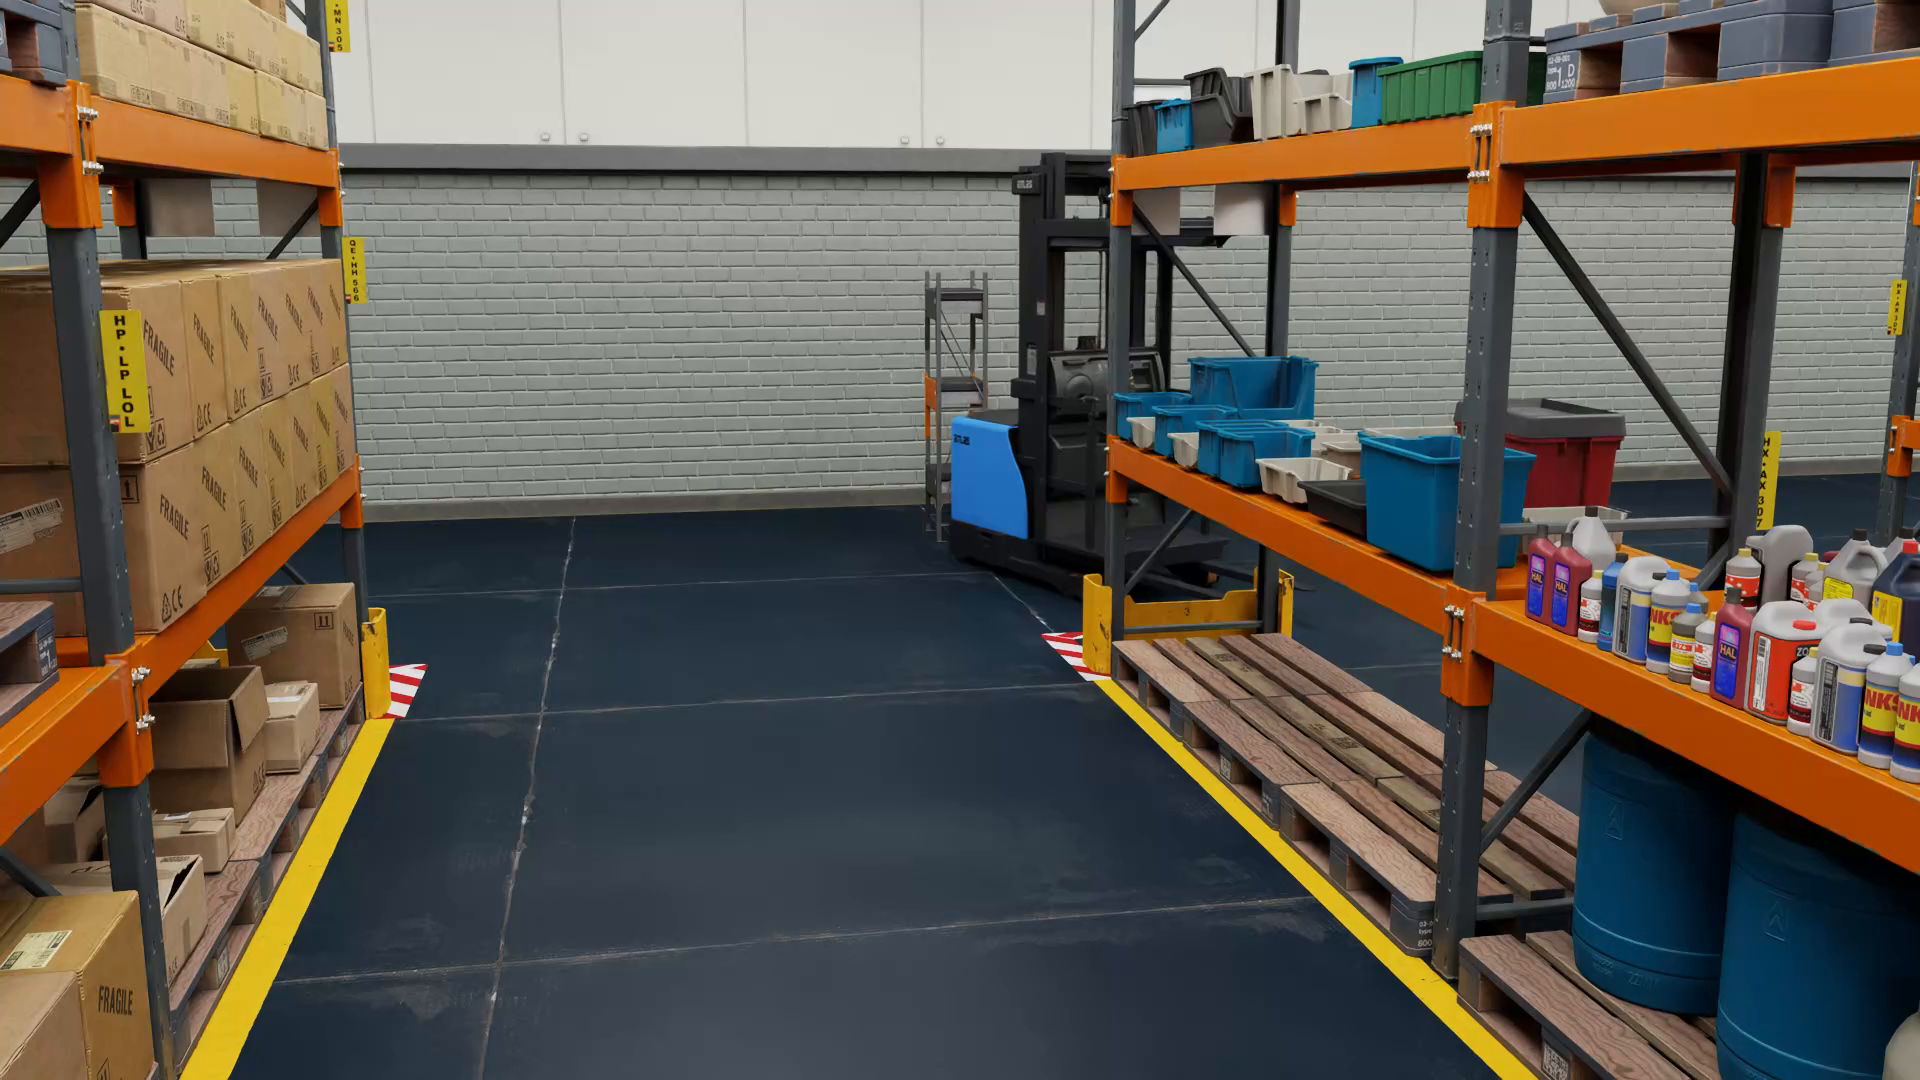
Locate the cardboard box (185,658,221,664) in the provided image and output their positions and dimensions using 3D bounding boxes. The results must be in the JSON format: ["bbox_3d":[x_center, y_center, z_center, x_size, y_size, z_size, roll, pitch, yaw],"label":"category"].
[{"bbox_3d":[-3.801,0.682,8.041,0.380,0.149,0.250,-2,11,-11],"label":"cardboard box"}]

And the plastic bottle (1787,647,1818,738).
[{"bbox_3d":[1.984,0.351,3.863,0.097,0.201,0.097,0,11,0],"label":"plastic bottle"}]

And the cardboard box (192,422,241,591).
[{"bbox_3d":[-2.702,-0.105,5.457,0.500,0.500,0.500,-2,11,-10],"label":"cardboard box"}]

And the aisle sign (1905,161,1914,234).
[{"bbox_3d":[5.864,-2.231,9.943,0.394,0.787,0.004,-2,11,-11],"label":"aisle sign"}]

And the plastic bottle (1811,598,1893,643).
[{"bbox_3d":[2.137,0.286,4.002,0.152,0.276,0.135,-2,11,-11],"label":"plastic bottle"}]

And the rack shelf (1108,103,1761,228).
[{"bbox_3d":[1.703,-1.525,7.087,1.077,0.370,4.000,-2,11,-11],"label":"rack shelf"}]

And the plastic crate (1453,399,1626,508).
[{"bbox_3d":[2.164,-0.272,6.270,0.402,0.464,0.583,-2,11,-11],"label":"plastic crate"}]

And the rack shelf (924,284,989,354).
[{"bbox_3d":[-0.032,-1.736,13.031,0.431,0.518,0.480,-2,11,-11],"label":"rack shelf"}]

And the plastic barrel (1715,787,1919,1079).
[{"bbox_3d":[2.319,1.017,4.320,0.600,0.901,0.708,-2,11,-11],"label":"plastic barrel"}]

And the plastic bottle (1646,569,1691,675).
[{"bbox_3d":[1.875,0.214,4.396,0.097,0.271,0.097,0,11,0],"label":"plastic bottle"}]

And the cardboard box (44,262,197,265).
[{"bbox_3d":[-3.609,-0.946,7.201,0.500,0.500,0.500,-2,11,-10],"label":"cardboard box"}]

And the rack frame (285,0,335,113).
[{"bbox_3d":[-3.546,-3.539,7.724,1.000,3.000,0.127,-2,11,-11],"label":"rack frame"}]

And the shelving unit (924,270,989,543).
[{"bbox_3d":[-0.032,-1.062,13.160,0.431,2.100,0.503,-2,11,-11],"label":"shelving unit"}]

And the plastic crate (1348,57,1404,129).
[{"bbox_3d":[1.602,-1.584,5.924,0.416,0.233,0.300,-2,11,-11],"label":"plastic crate"}]

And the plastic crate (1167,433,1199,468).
[{"bbox_3d":[1.152,-0.428,7.967,0.250,0.136,0.298,-2,11,-11],"label":"plastic crate"}]

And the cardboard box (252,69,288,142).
[{"bbox_3d":[-2.991,-1.724,6.610,0.500,0.250,0.500,-2,11,-11],"label":"cardboard box"}]

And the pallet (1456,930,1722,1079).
[{"bbox_3d":[2.201,1.475,4.882,1.003,0.211,1.213,-2,11,-11],"label":"pallet"}]

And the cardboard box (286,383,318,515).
[{"bbox_3d":[-2.995,-0.382,6.914,0.500,0.500,0.500,-2,11,-11],"label":"cardboard box"}]

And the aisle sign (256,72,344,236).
[{"bbox_3d":[-3.258,-1.893,8.166,0.394,0.787,0.004,-2,11,-11],"label":"aisle sign"}]

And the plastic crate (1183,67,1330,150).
[{"bbox_3d":[1.341,-1.924,7.428,0.504,0.338,0.767,-2,11,-11],"label":"plastic crate"}]

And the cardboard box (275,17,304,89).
[{"bbox_3d":[-3.098,-2.061,7.043,0.500,0.250,0.500,-2,11,-11],"label":"cardboard box"}]

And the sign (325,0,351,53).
[{"bbox_3d":[-2.997,-2.517,8.008,0.100,0.325,0.005,-2,11,-11],"label":"sign"}]

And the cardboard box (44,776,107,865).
[{"bbox_3d":[-3.303,1.015,5.858,0.500,0.311,0.500,-2,11,-11],"label":"cardboard box"}]

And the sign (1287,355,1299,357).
[{"bbox_3d":[1.850,-0.875,9.333,0.100,0.325,0.005,-2,11,-11],"label":"sign"}]

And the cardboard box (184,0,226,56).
[{"bbox_3d":[-2.803,-1.786,5.598,0.500,0.250,0.500,-2,11,-11],"label":"cardboard box"}]

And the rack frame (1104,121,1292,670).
[{"bbox_3d":[1.314,-0.771,9.227,1.000,3.000,0.127,-2,11,-11],"label":"rack frame"}]

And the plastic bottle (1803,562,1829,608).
[{"bbox_3d":[2.501,0.167,4.827,0.097,0.201,0.097,0,11,0],"label":"plastic bottle"}]

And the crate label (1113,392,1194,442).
[{"bbox_3d":[1.039,-0.661,8.937,0.416,0.233,0.303,-2,11,-11],"label":"crate label"}]

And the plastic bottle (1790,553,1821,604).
[{"bbox_3d":[2.535,0.141,4.967,0.097,0.201,0.097,0,11,0],"label":"plastic bottle"}]

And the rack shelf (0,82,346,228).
[{"bbox_3d":[-3.157,-1.345,6.144,1.077,0.370,4.000,-2,11,-11],"label":"rack shelf"}]

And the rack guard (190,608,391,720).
[{"bbox_3d":[-3.531,0.650,8.445,1.175,0.500,0.348,-2,11,-11],"label":"rack guard"}]

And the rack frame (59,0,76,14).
[{"bbox_3d":[-2.768,-2.805,3.869,1.000,3.000,0.127,-2,11,-11],"label":"rack frame"}]

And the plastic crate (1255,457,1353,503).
[{"bbox_3d":[1.458,-0.246,7.012,0.293,0.136,0.466,-2,11,-11],"label":"plastic crate"}]

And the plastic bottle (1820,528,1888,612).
[{"bbox_3d":[2.450,0.148,4.527,0.144,0.351,0.185,-2,11,-11],"label":"plastic bottle"}]

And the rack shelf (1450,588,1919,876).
[{"bbox_3d":[2.481,0.682,3.513,1.077,0.370,4.000,-2,11,-11],"label":"rack shelf"}]

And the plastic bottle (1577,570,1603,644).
[{"bbox_3d":[1.811,0.187,4.720,0.097,0.201,0.097,0,11,0],"label":"plastic bottle"}]

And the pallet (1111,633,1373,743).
[{"bbox_3d":[1.436,0.751,8.686,1.003,0.211,1.213,-2,11,-11],"label":"pallet"}]

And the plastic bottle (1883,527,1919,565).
[{"bbox_3d":[2.592,0.143,4.554,0.144,0.351,0.185,-2,11,-11],"label":"plastic bottle"}]

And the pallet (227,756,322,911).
[{"bbox_3d":[-3.141,1.161,6.531,1.003,0.211,1.213,-2,11,-11],"label":"pallet"}]

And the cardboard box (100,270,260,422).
[{"bbox_3d":[-2.784,-0.684,5.828,0.500,0.500,0.500,-2,11,-13],"label":"cardboard box"}]

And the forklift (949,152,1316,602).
[{"bbox_3d":[1.132,-1.118,11.230,1.130,2.935,3.031,-7,13,-32],"label":"forklift"}]

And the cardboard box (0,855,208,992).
[{"bbox_3d":[-2.637,1.162,5.086,0.500,0.311,0.500,-2,11,-11],"label":"cardboard box"}]

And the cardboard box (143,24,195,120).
[{"bbox_3d":[-2.713,-1.448,5.162,0.500,0.250,0.500,-2,11,-11],"label":"cardboard box"}]

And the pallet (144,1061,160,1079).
[{"bbox_3d":[-2.572,1.659,3.914,1.003,0.211,1.213,-2,11,-11],"label":"pallet"}]

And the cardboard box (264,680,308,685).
[{"bbox_3d":[-3.208,0.752,7.624,0.380,0.166,0.250,-2,11,-11],"label":"cardboard box"}]

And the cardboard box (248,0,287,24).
[{"bbox_3d":[-3.430,-2.512,7.409,0.700,0.500,0.500,-2,11,-11],"label":"cardboard box"}]

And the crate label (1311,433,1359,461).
[{"bbox_3d":[1.770,-0.425,7.949,0.396,0.136,0.243,-2,11,-11],"label":"crate label"}]

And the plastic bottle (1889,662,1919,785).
[{"bbox_3d":[2.048,0.377,3.540,0.097,0.271,0.097,0,11,0],"label":"plastic bottle"}]

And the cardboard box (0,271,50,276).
[{"bbox_3d":[-3.320,-0.668,5.744,0.500,0.500,0.500,-2,11,-11],"label":"cardboard box"}]

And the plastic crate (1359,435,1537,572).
[{"bbox_3d":[1.667,-0.133,5.753,0.392,0.384,0.575,-2,11,-11],"label":"plastic crate"}]

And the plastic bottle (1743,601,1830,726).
[{"bbox_3d":[1.988,0.292,3.973,0.152,0.276,0.135,-2,11,-11],"label":"plastic bottle"}]

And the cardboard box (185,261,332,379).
[{"bbox_3d":[-3.090,-0.968,7.319,0.500,0.500,0.500,-2,11,-9],"label":"cardboard box"}]
